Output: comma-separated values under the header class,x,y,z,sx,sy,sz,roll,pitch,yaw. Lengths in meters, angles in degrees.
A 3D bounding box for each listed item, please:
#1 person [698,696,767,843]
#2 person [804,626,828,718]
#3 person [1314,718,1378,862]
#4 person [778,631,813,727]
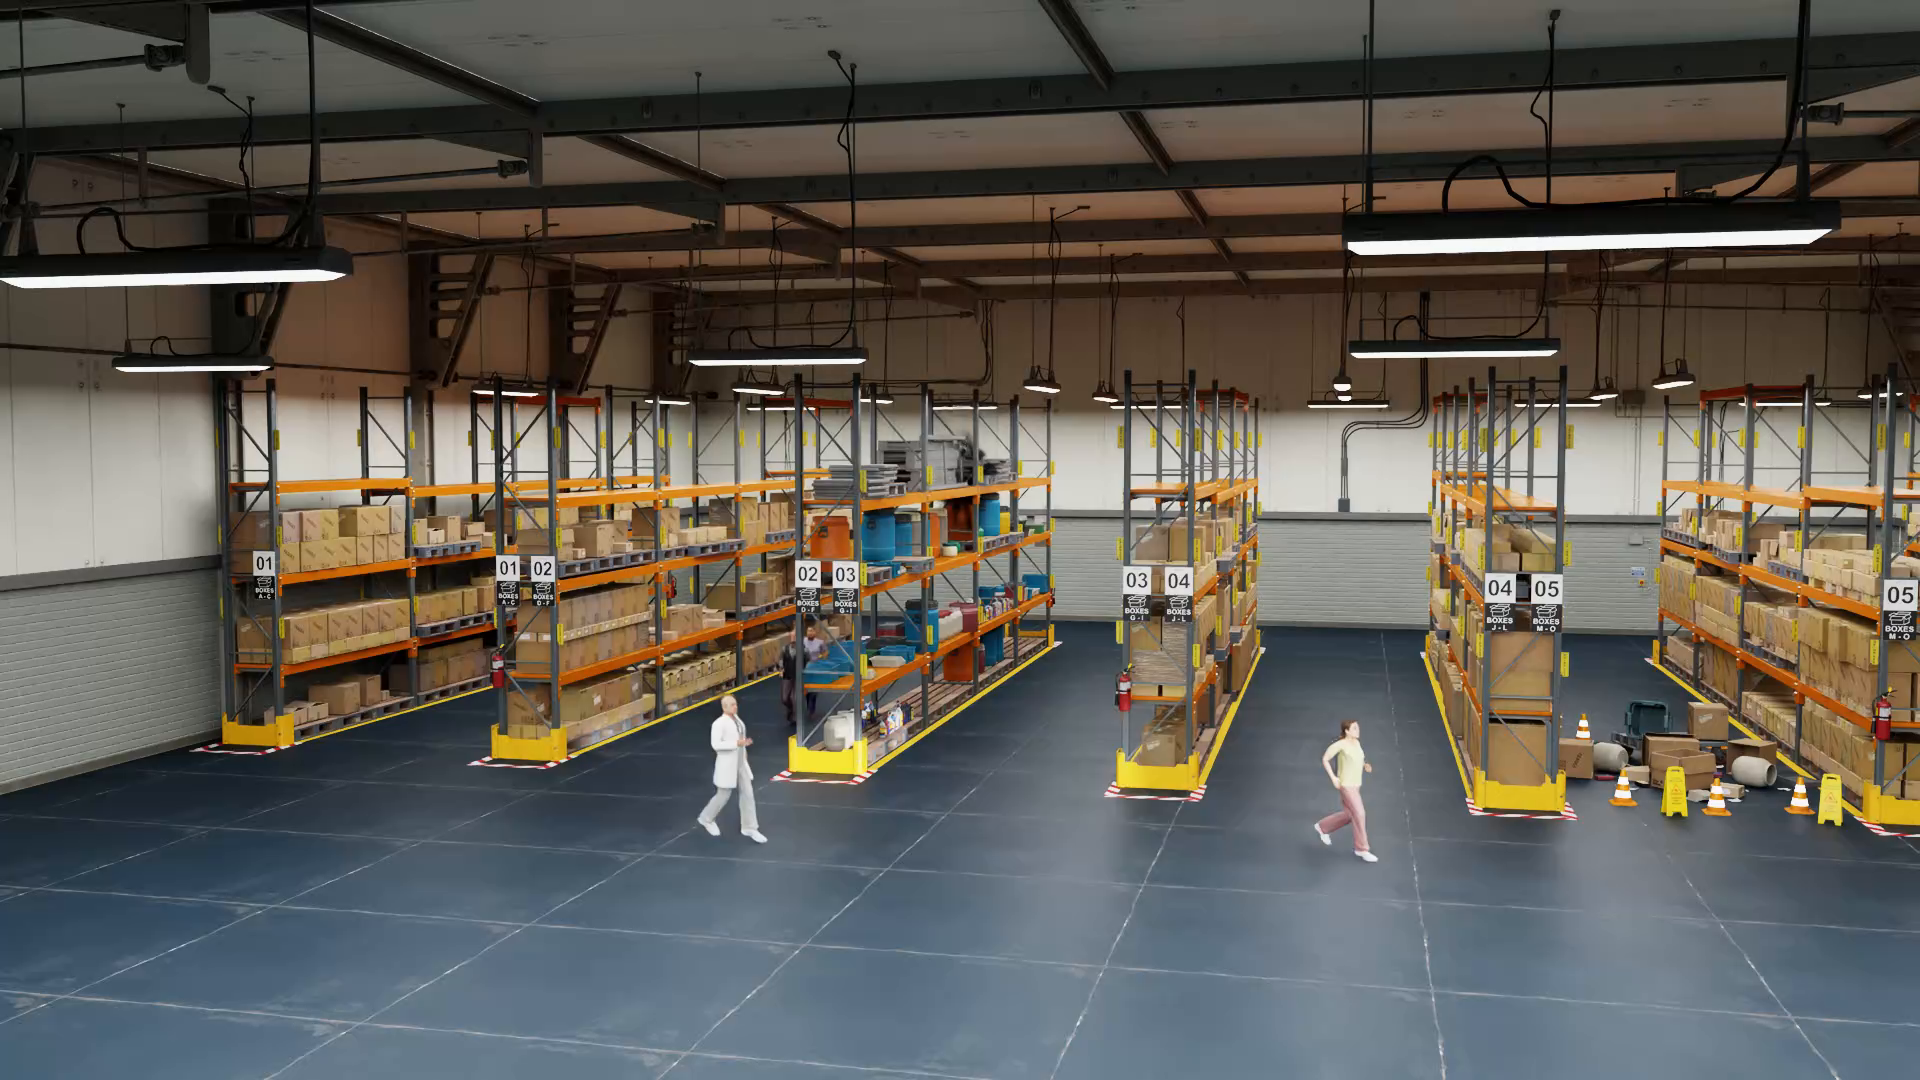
class,x,y,z,sx,sy,sz,roll,pitch,yaw
person,-2.862,2.840,20.732,0.981,1.804,0.698,2,4,32
person,-2.716,2.385,30.313,0.611,1.634,0.816,0,3,2
person,4.666,2.974,20.050,0.886,1.676,0.606,3,5,43
person,-2.890,2.420,29.028,0.643,1.674,0.576,0,3,7
